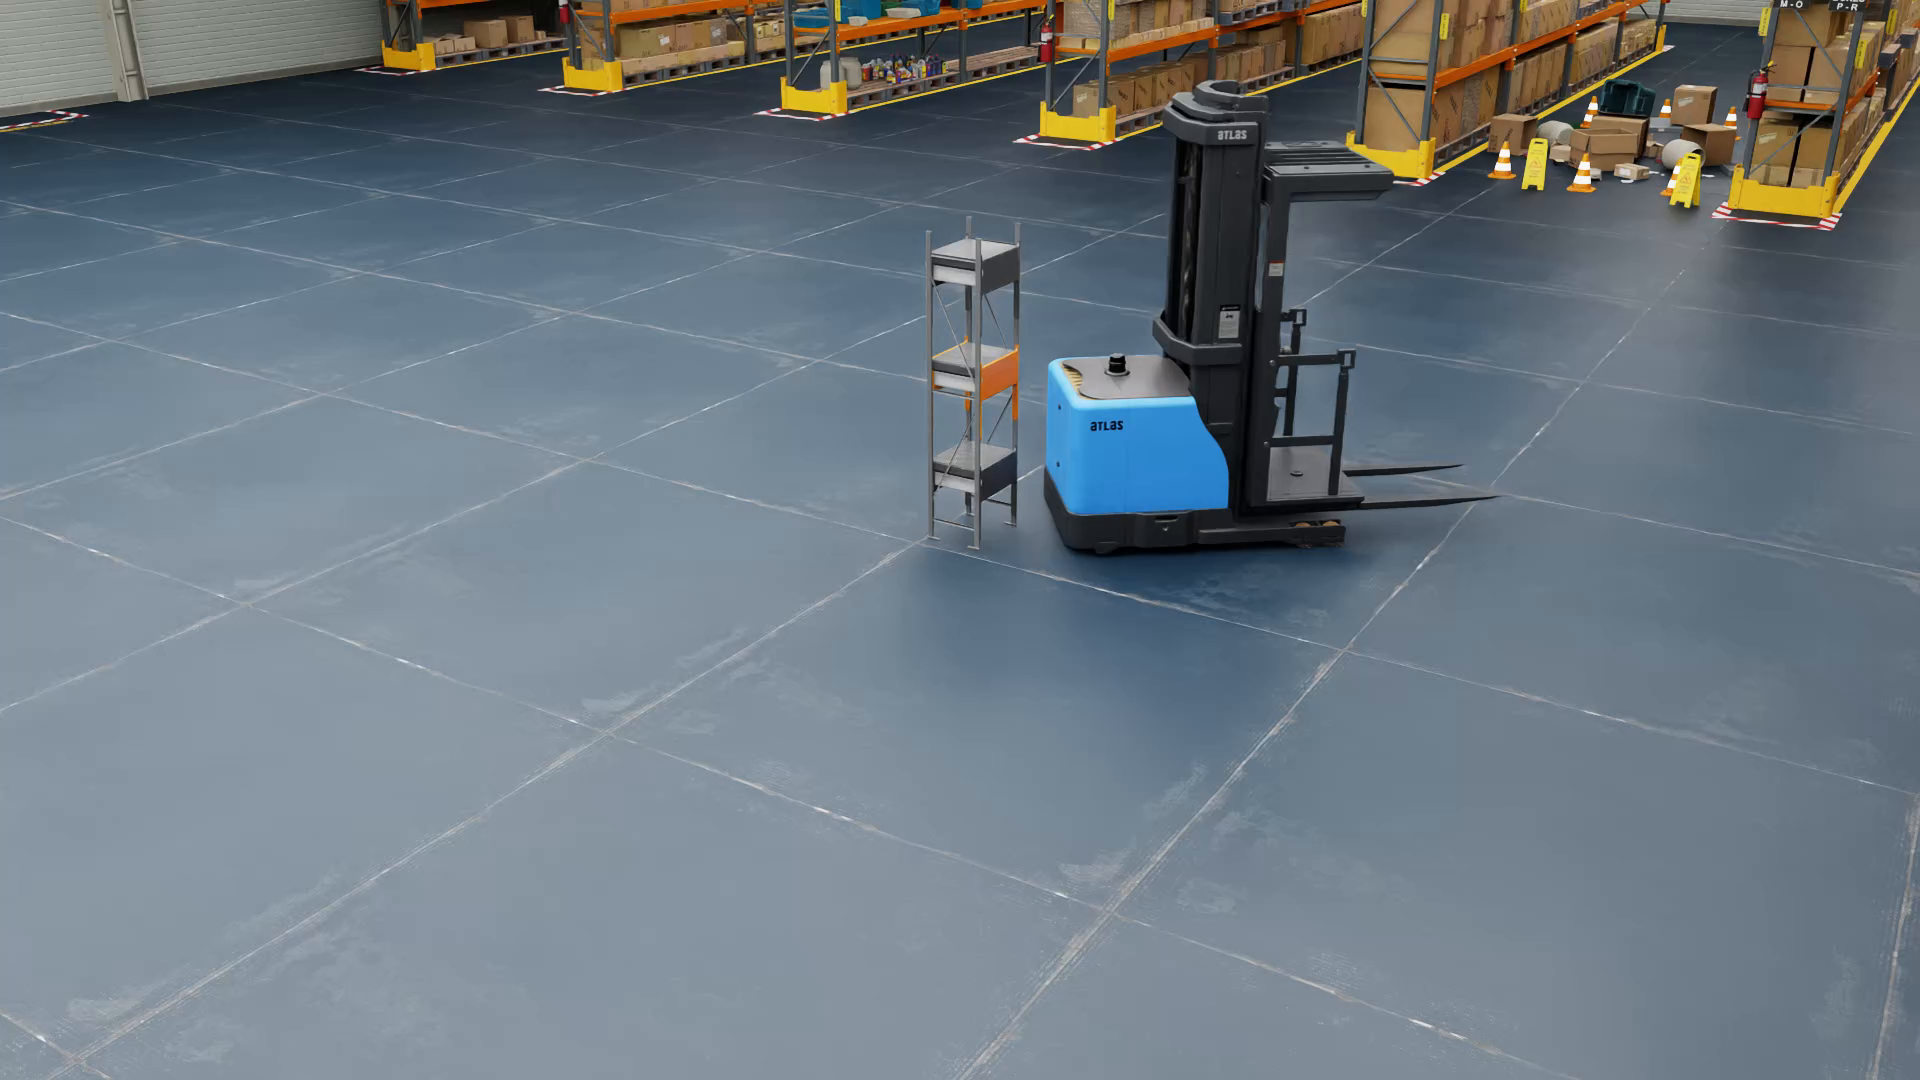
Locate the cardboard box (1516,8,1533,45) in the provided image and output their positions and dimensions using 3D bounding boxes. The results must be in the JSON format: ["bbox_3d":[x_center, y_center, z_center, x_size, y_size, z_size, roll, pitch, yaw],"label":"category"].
[{"bbox_3d":[8.537,-7.981,25.784,0.500,0.500,0.500,14,27,30],"label":"cardboard box"}]

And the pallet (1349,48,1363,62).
[{"bbox_3d":[7.747,-10.032,34.157,1.003,0.211,1.213,14,27,29],"label":"pallet"}]

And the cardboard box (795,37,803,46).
[{"bbox_3d":[-3.579,-10.327,34.263,0.500,0.250,0.500,13,27,27],"label":"cardboard box"}]

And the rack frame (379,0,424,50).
[{"bbox_3d":[-10.864,-10.651,32.079,1.000,3.000,0.127,14,27,29],"label":"rack frame"}]

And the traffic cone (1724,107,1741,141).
[{"bbox_3d":[11.754,-6.358,25.355,0.336,0.463,0.334,14,27,29],"label":"traffic cone"}]

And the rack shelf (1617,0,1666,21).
[{"bbox_3d":[13.305,-10.859,33.464,1.077,0.370,4.000,14,27,29],"label":"rack shelf"}]

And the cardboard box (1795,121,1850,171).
[{"bbox_3d":[10.852,-4.958,20.916,0.500,0.500,0.500,13,27,27],"label":"cardboard box"}]

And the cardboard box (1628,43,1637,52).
[{"bbox_3d":[13.365,-9.900,33.404,0.380,0.149,0.250,13,27,28],"label":"cardboard box"}]

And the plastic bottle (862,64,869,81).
[{"bbox_3d":[-1.695,-8.318,29.564,0.152,0.276,0.135,14,27,29],"label":"plastic bottle"}]

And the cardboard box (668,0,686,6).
[{"bbox_3d":[-5.583,-10.338,31.230,0.700,0.500,0.500,15,27,31],"label":"cardboard box"}]

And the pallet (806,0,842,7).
[{"bbox_3d":[-3.424,-14.076,43.498,1.003,0.211,1.213,14,27,29],"label":"pallet"}]

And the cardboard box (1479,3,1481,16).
[{"bbox_3d":[6.941,-7.717,23.752,0.875,0.550,0.500,14,27,29],"label":"cardboard box"}]

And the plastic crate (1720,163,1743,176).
[{"bbox_3d":[10.764,-5.113,22.960,0.402,0.080,0.583,5,24,11],"label":"plastic crate"}]

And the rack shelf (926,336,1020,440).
[{"bbox_3d":[0.087,-1.007,10.967,0.431,0.518,0.480,14,27,29],"label":"rack shelf"}]

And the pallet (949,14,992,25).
[{"bbox_3d":[0.039,-12.617,40.128,1.003,0.211,1.213,14,27,29],"label":"pallet"}]

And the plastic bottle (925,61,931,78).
[{"bbox_3d":[-0.584,-8.474,29.915,0.061,0.283,0.133,16,28,32],"label":"plastic bottle"}]

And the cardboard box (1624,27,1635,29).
[{"bbox_3d":[13.291,-10.191,33.327,0.380,0.149,0.250,13,26,27],"label":"cardboard box"}]

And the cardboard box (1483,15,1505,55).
[{"bbox_3d":[7.575,-7.565,24.761,0.875,0.550,0.550,14,27,29],"label":"cardboard box"}]

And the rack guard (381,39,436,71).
[{"bbox_3d":[-10.824,-9.530,32.635,1.175,0.500,0.348,14,27,29],"label":"rack guard"}]

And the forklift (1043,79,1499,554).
[{"bbox_3d":[2.147,-1.497,11.018,3.031,2.935,1.130,-3,24,-7],"label":"forklift"}]

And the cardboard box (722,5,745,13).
[{"bbox_3d":[-5.678,-13.073,39.849,0.750,0.750,0.750,14,27,29],"label":"cardboard box"}]

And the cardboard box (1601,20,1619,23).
[{"bbox_3d":[13.450,-10.638,34.360,0.380,0.149,0.250,12,26,26],"label":"cardboard box"}]

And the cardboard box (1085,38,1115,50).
[{"bbox_3d":[2.113,-7.468,25.042,0.380,0.149,0.250,14,27,29],"label":"cardboard box"}]

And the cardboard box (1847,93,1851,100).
[{"bbox_3d":[10.864,-5.577,20.674,0.380,0.149,0.250,13,27,27],"label":"cardboard box"}]

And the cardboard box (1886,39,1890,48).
[{"bbox_3d":[12.988,-7.091,23.642,0.380,0.149,0.250,14,27,30],"label":"cardboard box"}]

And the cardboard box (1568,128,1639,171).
[{"bbox_3d":[8.955,-5.438,23.179,0.797,0.503,0.637,-3,24,-7],"label":"cardboard box"}]

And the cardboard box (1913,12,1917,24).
[{"bbox_3d":[15.935,-8.900,28.221,0.500,0.250,0.500,13,27,28],"label":"cardboard box"}]

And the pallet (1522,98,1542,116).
[{"bbox_3d":[9.016,-7.224,27.671,1.003,0.211,1.213,14,27,29],"label":"pallet"}]

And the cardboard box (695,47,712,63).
[{"bbox_3d":[-5.126,-9.355,32.016,0.500,0.250,0.500,14,27,29],"label":"cardboard box"}]

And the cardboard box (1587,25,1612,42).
[{"bbox_3d":[11.790,-9.429,30.928,0.500,0.250,0.500,15,28,31],"label":"cardboard box"}]

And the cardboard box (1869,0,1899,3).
[{"bbox_3d":[12.838,-7.568,23.111,0.380,0.149,0.250,14,27,29],"label":"cardboard box"}]

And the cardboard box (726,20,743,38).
[{"bbox_3d":[-4.574,-10.350,33.608,0.500,0.311,0.500,14,27,29],"label":"cardboard box"}]

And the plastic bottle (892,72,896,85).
[{"bbox_3d":[-1.172,-8.075,29.095,0.097,0.201,0.097,0,23,0],"label":"plastic bottle"}]

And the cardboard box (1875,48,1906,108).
[{"bbox_3d":[14.834,-7.594,27.162,0.875,0.875,0.875,14,27,28],"label":"cardboard box"}]

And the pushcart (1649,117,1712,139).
[{"bbox_3d":[10.326,-6.068,24.792,1.648,0.377,0.936,5,24,11],"label":"pushcart"}]

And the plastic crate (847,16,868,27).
[{"bbox_3d":[-1.702,-8.689,27.877,0.298,0.136,0.250,14,27,29],"label":"plastic crate"}]

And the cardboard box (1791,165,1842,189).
[{"bbox_3d":[10.840,-4.606,21.046,0.500,0.250,0.500,14,27,29],"label":"cardboard box"}]

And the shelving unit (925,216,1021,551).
[{"bbox_3d":[0.087,-1.019,10.962,0.431,2.100,0.503,14,27,29],"label":"shelving unit"}]

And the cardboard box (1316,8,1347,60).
[{"bbox_3d":[6.838,-9.983,32.680,1.225,0.875,0.875,14,27,29],"label":"cardboard box"}]

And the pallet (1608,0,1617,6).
[{"bbox_3d":[11.724,-10.199,31.274,1.003,0.211,1.213,14,27,29],"label":"pallet"}]

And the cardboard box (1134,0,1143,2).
[{"bbox_3d":[2.551,-8.474,25.291,0.500,0.500,0.500,14,27,29],"label":"cardboard box"}]

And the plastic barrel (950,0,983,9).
[{"bbox_3d":[0.123,-10.222,30.457,0.600,0.901,0.708,14,27,29],"label":"plastic barrel"}]

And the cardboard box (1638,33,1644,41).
[{"bbox_3d":[13.639,-10.211,33.747,0.380,0.149,0.250,15,28,32],"label":"cardboard box"}]

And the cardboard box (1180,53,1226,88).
[{"bbox_3d":[4.212,-8.145,28.881,0.700,0.500,0.500,12,26,25],"label":"cardboard box"}]

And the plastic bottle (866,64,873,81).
[{"bbox_3d":[-1.604,-8.300,29.511,0.061,0.283,0.133,14,27,29],"label":"plastic bottle"}]

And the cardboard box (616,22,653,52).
[{"bbox_3d":[-6.109,-9.474,31.347,0.500,0.500,0.500,14,27,29],"label":"cardboard box"}]

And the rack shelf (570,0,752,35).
[{"bbox_3d":[-5.599,-9.960,31.386,1.077,0.370,4.000,14,27,29],"label":"rack shelf"}]

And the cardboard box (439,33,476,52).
[{"bbox_3d":[-10.122,-10.027,33.466,0.500,0.311,0.500,16,28,33],"label":"cardboard box"}]

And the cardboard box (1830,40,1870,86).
[{"bbox_3d":[10.935,-5.920,20.650,0.500,0.500,0.500,15,27,31],"label":"cardboard box"}]

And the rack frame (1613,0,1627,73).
[{"bbox_3d":[12.250,-10.514,31.761,1.000,3.000,0.127,14,27,29],"label":"rack frame"}]

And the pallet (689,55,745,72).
[{"bbox_3d":[-4.999,-9.425,32.757,1.003,0.211,1.213,14,27,29],"label":"pallet"}]

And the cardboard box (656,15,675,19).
[{"bbox_3d":[-6.980,-12.152,38.139,0.700,0.500,0.500,14,27,30],"label":"cardboard box"}]

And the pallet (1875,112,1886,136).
[{"bbox_3d":[13.986,-6.618,26.271,1.003,0.211,1.213,14,27,29],"label":"pallet"}]

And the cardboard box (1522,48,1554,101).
[{"bbox_3d":[9.285,-7.842,27.892,1.050,0.750,0.750,14,27,30],"label":"cardboard box"}]

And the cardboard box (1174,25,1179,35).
[{"bbox_3d":[3.305,-8.226,26.793,0.380,0.149,0.250,14,27,29],"label":"cardboard box"}]

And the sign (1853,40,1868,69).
[{"bbox_3d":[10.640,-5.744,19.654,0.100,0.325,0.005,14,27,29],"label":"sign"}]

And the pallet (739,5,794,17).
[{"bbox_3d":[-4.877,-13.146,41.350,1.003,0.211,1.213,14,27,29],"label":"pallet"}]
